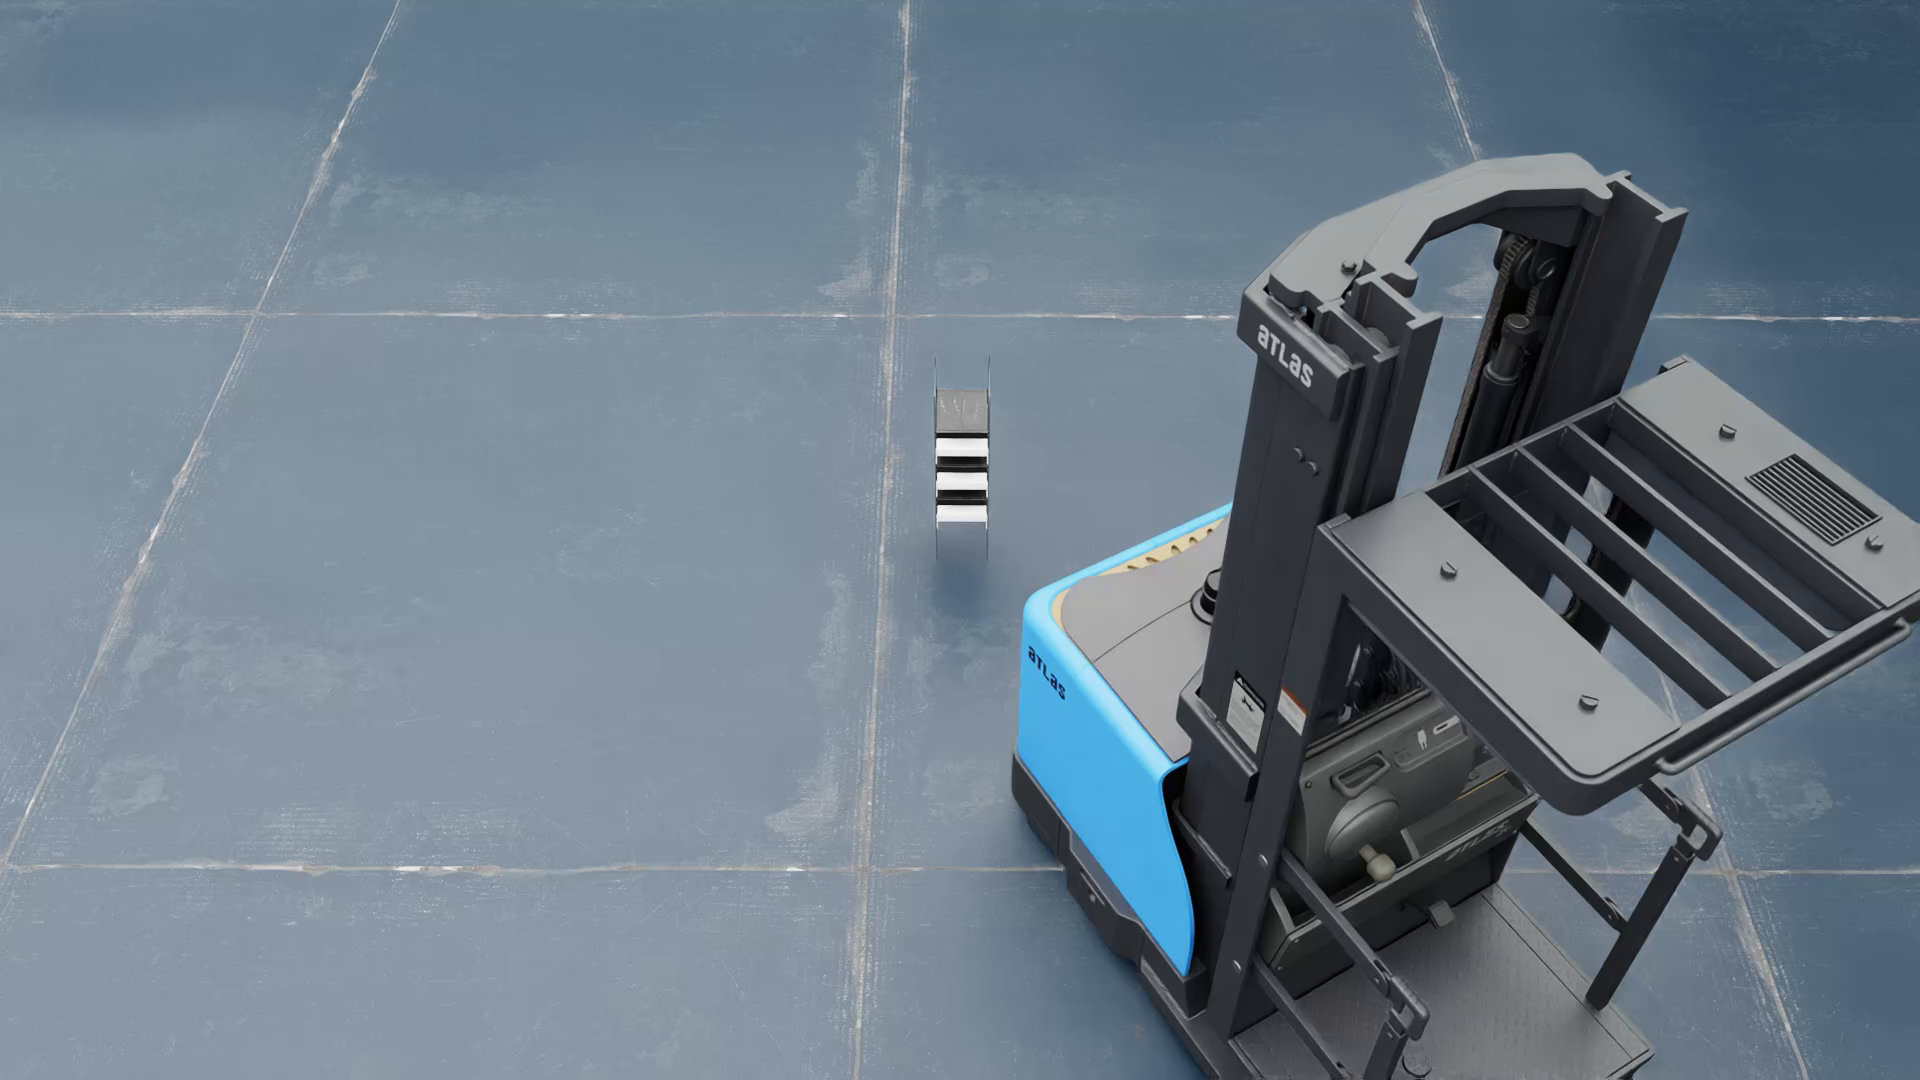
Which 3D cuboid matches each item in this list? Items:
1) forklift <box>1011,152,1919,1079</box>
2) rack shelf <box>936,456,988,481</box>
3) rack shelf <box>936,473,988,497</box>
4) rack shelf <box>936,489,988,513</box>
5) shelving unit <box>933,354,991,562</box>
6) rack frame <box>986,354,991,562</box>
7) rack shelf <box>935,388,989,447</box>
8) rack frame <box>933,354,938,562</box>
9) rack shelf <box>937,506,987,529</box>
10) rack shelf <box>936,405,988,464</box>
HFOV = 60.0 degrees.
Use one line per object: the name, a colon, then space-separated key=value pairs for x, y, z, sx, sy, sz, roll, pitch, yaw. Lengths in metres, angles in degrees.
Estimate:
forklift: x=1.364 y=0.662 z=4.212 sx=1.130 sy=2.935 sz=3.031 roll=-23 pitch=51 yaw=-20
rack shelf: x=0.008 y=-0.345 z=6.460 sx=0.200 sy=0.077 sz=0.258 roll=0 pitch=47 yaw=0
rack shelf: x=0.008 y=-0.284 z=6.526 sx=0.200 sy=0.077 sz=0.258 roll=0 pitch=47 yaw=0
rack shelf: x=0.008 y=-0.223 z=6.592 sx=0.200 sy=0.077 sz=0.258 roll=0 pitch=47 yaw=0
shelving unit: x=0.008 y=-0.307 z=6.501 sx=0.210 sy=0.900 sz=0.258 roll=0 pitch=47 yaw=0
rack frame: x=0.110 y=-0.306 z=6.501 sx=0.006 sy=0.900 sz=0.240 roll=0 pitch=47 yaw=0
rack shelf: x=0.008 y=-0.468 z=6.328 sx=0.200 sy=0.077 sz=0.258 roll=0 pitch=47 yaw=0
rack frame: x=-0.094 y=-0.307 z=6.502 sx=0.006 sy=0.900 sz=0.240 roll=0 pitch=47 yaw=0
rack shelf: x=0.008 y=-0.161 z=6.658 sx=0.200 sy=0.077 sz=0.258 roll=0 pitch=47 yaw=0
rack shelf: x=0.008 y=-0.406 z=6.394 sx=0.200 sy=0.077 sz=0.258 roll=0 pitch=47 yaw=0
